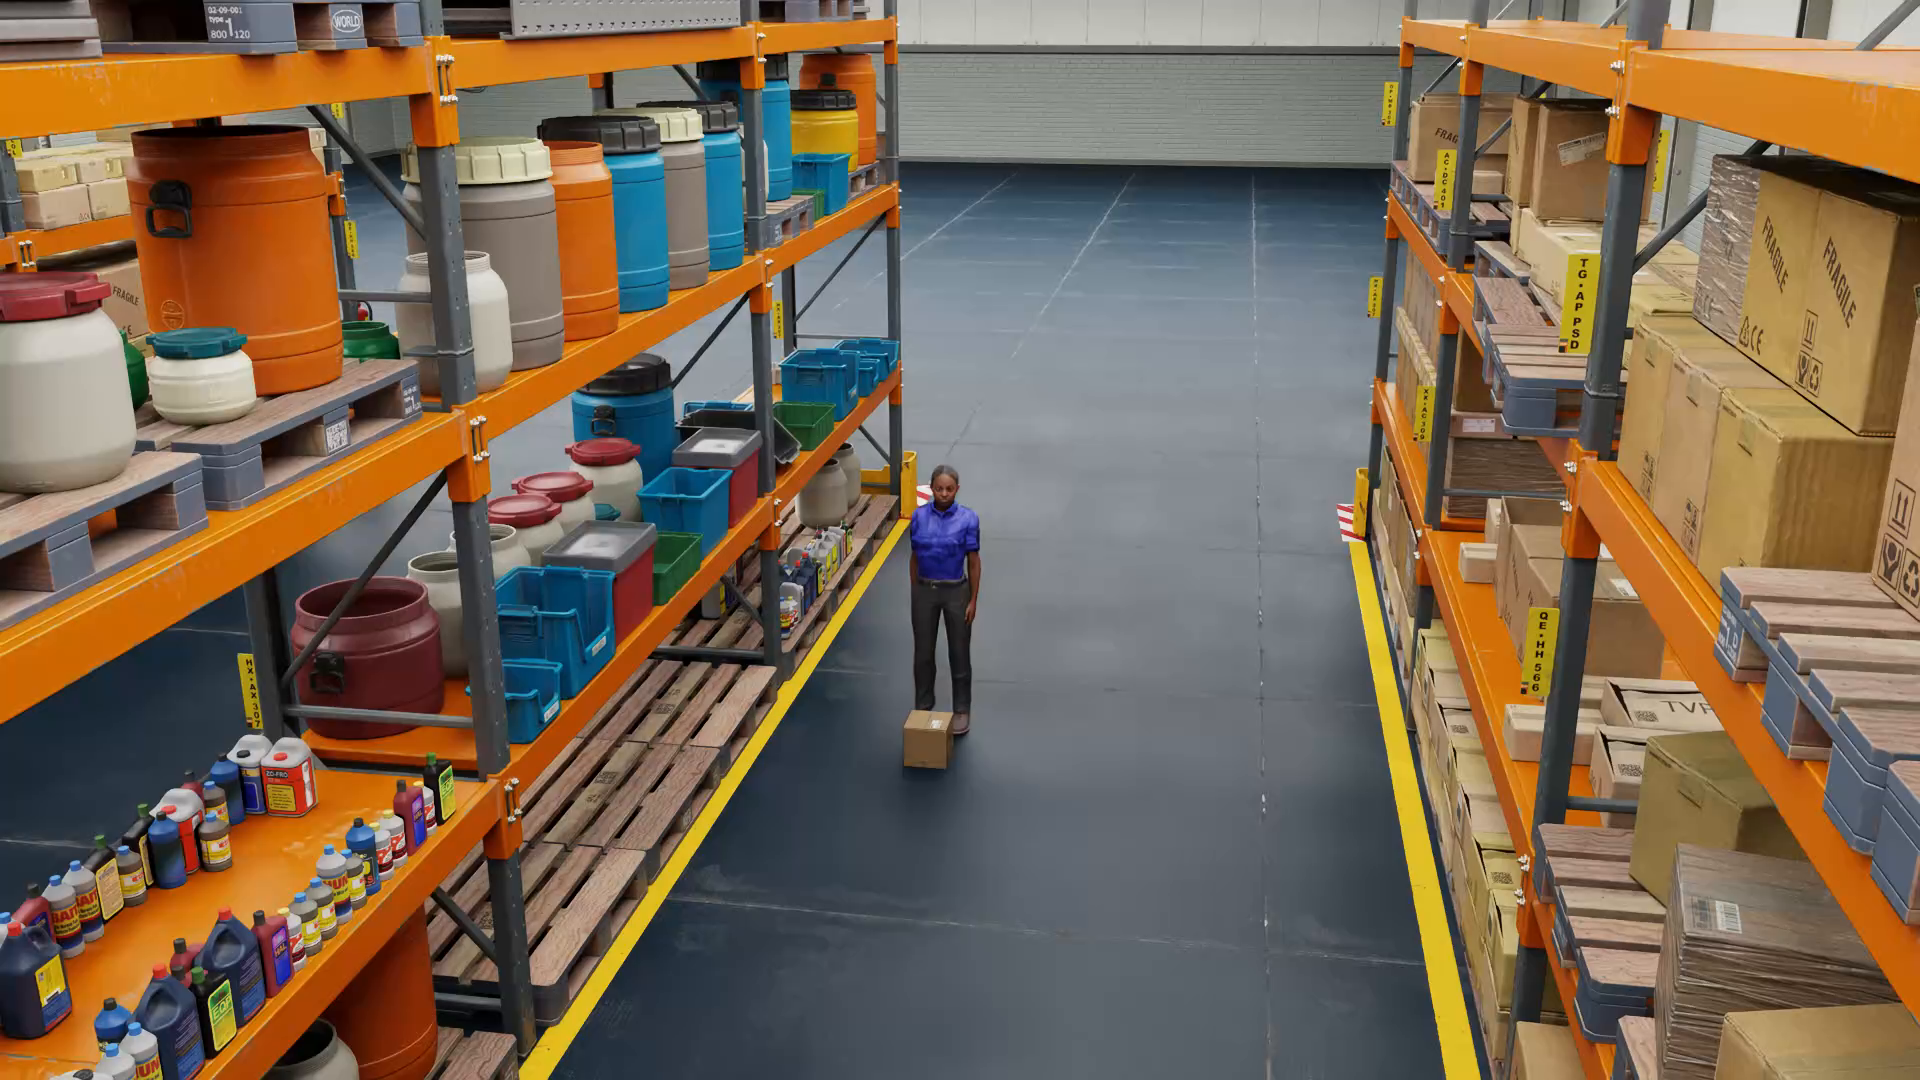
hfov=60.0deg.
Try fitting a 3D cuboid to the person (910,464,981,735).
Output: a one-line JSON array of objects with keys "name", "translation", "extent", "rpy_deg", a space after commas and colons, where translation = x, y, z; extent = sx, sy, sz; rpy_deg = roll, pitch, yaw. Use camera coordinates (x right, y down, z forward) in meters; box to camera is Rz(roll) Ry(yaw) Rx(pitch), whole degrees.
[{"name": "person", "translation": [-0.093, 0.354, 9.980], "extent": [0.436, 1.661, 0.309], "rpy_deg": [3, 18, 10]}]
